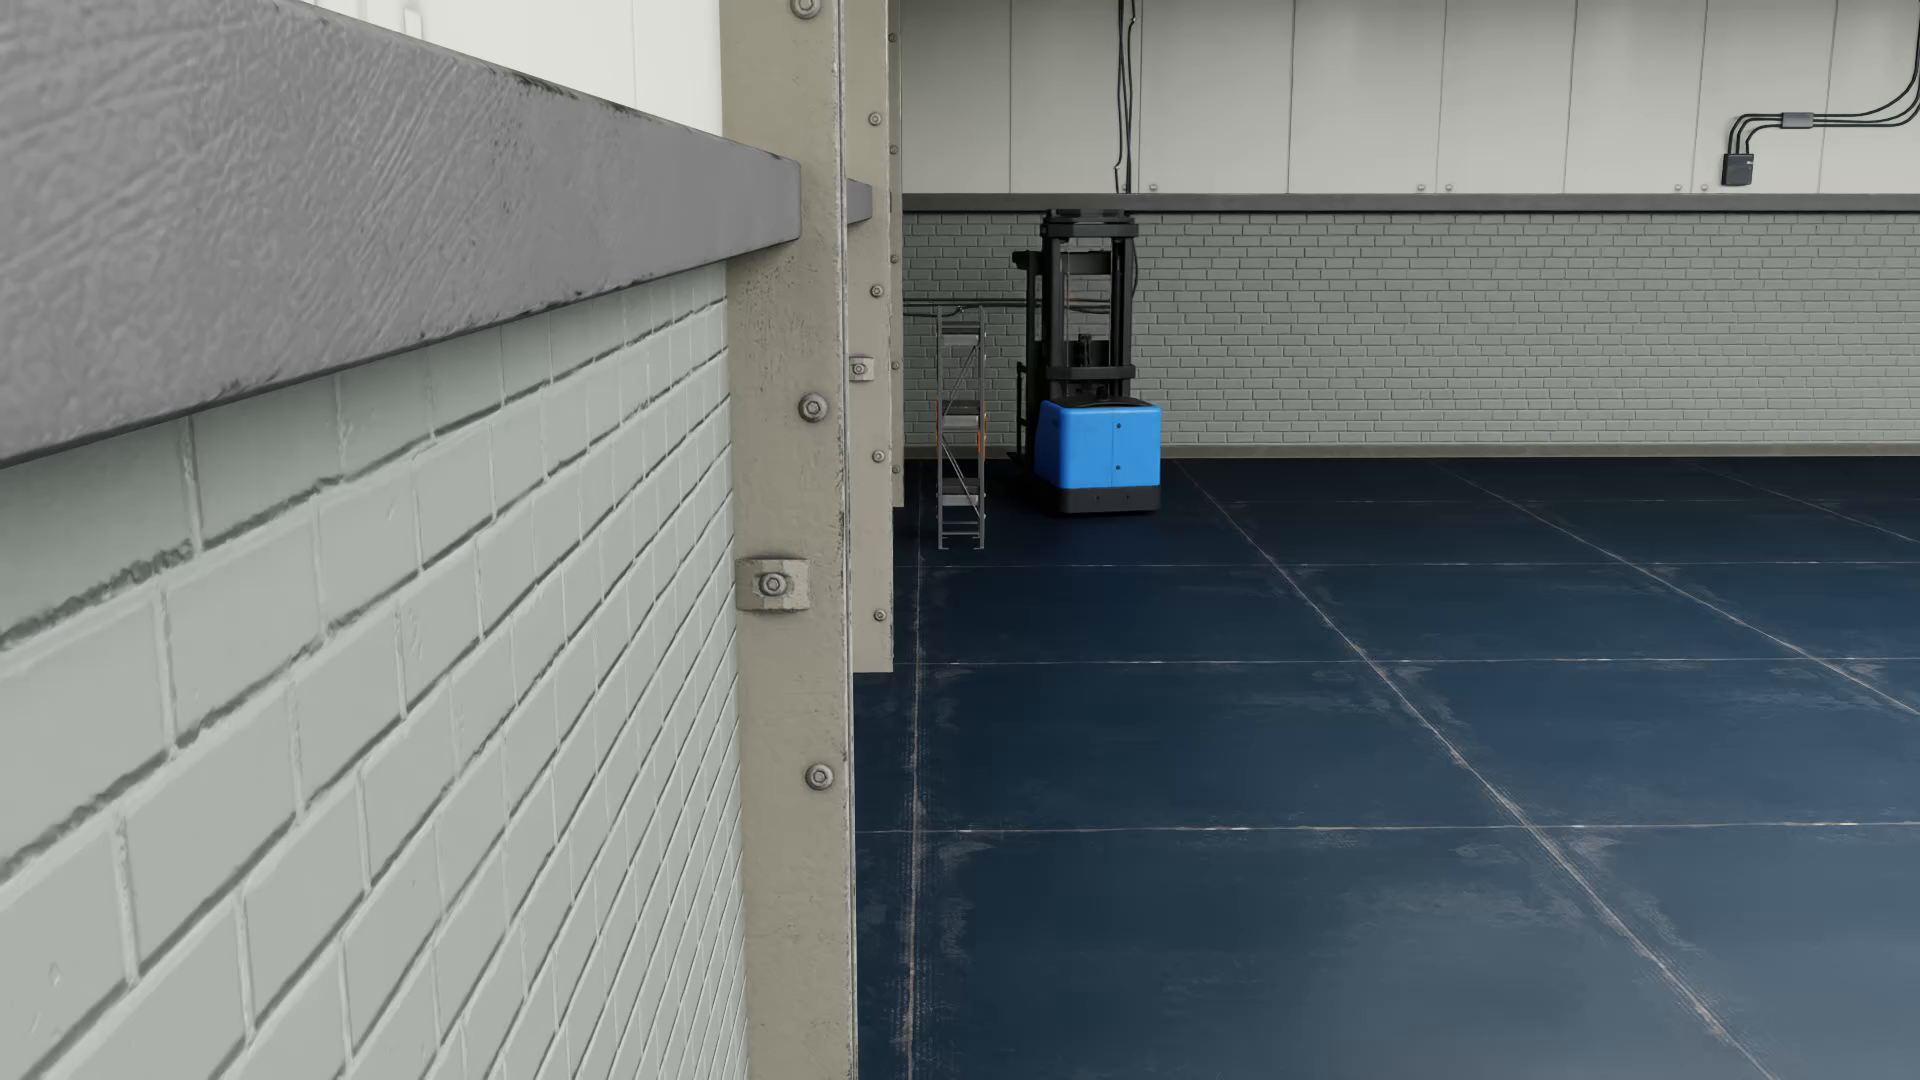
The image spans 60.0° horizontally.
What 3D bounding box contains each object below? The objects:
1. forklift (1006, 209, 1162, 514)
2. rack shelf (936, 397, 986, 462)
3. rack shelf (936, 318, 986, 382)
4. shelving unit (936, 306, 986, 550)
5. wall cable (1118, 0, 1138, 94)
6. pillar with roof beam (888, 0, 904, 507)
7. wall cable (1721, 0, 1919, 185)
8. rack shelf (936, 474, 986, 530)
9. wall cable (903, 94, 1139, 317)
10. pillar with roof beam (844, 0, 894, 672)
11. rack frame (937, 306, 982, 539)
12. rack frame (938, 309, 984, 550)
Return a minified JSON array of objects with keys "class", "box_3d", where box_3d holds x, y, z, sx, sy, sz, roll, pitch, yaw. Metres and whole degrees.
[{"class":"forklift","box_3d":[1.160,-1.933,17.215,1.130,2.935,3.031,-2,12,-11]},{"class":"rack shelf","box_3d":[0.003,-0.983,14.691,0.431,0.518,0.480,0,11,-1]},{"class":"rack shelf","box_3d":[0.003,-1.669,14.552,0.431,0.518,0.480,0,11,-1]},{"class":"shelving unit","box_3d":[0.003,-0.996,14.688,0.431,2.100,0.503,0,11,-1]},{"class":"wall cable","box_3d":[3.244,-6.338,18.772,3.097,2.526,0.112,0,11,-1]},{"class":"pillar with roof beam","box_3d":[3.582,-4.800,16.085,9.100,9.000,0.400,0,11,-1]},{"class":"wall cable","box_3d":[10.031,-7.076,18.749,2.305,6.003,0.169,0,11,-1]},{"class":"rack shelf","box_3d":[0.003,-0.297,14.830,0.431,0.518,0.480,0,11,-1]},{"class":"wall cable","box_3d":[0.539,-3.851,19.219,3.097,2.526,0.112,0,11,-1]},{"class":"pillar with roof beam","box_3d":[3.706,-3.607,10.206,9.100,9.000,0.400,0,11,-1]},{"class":"rack frame","box_3d":[-0.002,-1.045,14.927,0.400,2.100,0.015,0,11,-1]},{"class":"rack frame","box_3d":[0.009,-0.948,14.449,0.400,2.100,0.015,0,11,-1]}]
